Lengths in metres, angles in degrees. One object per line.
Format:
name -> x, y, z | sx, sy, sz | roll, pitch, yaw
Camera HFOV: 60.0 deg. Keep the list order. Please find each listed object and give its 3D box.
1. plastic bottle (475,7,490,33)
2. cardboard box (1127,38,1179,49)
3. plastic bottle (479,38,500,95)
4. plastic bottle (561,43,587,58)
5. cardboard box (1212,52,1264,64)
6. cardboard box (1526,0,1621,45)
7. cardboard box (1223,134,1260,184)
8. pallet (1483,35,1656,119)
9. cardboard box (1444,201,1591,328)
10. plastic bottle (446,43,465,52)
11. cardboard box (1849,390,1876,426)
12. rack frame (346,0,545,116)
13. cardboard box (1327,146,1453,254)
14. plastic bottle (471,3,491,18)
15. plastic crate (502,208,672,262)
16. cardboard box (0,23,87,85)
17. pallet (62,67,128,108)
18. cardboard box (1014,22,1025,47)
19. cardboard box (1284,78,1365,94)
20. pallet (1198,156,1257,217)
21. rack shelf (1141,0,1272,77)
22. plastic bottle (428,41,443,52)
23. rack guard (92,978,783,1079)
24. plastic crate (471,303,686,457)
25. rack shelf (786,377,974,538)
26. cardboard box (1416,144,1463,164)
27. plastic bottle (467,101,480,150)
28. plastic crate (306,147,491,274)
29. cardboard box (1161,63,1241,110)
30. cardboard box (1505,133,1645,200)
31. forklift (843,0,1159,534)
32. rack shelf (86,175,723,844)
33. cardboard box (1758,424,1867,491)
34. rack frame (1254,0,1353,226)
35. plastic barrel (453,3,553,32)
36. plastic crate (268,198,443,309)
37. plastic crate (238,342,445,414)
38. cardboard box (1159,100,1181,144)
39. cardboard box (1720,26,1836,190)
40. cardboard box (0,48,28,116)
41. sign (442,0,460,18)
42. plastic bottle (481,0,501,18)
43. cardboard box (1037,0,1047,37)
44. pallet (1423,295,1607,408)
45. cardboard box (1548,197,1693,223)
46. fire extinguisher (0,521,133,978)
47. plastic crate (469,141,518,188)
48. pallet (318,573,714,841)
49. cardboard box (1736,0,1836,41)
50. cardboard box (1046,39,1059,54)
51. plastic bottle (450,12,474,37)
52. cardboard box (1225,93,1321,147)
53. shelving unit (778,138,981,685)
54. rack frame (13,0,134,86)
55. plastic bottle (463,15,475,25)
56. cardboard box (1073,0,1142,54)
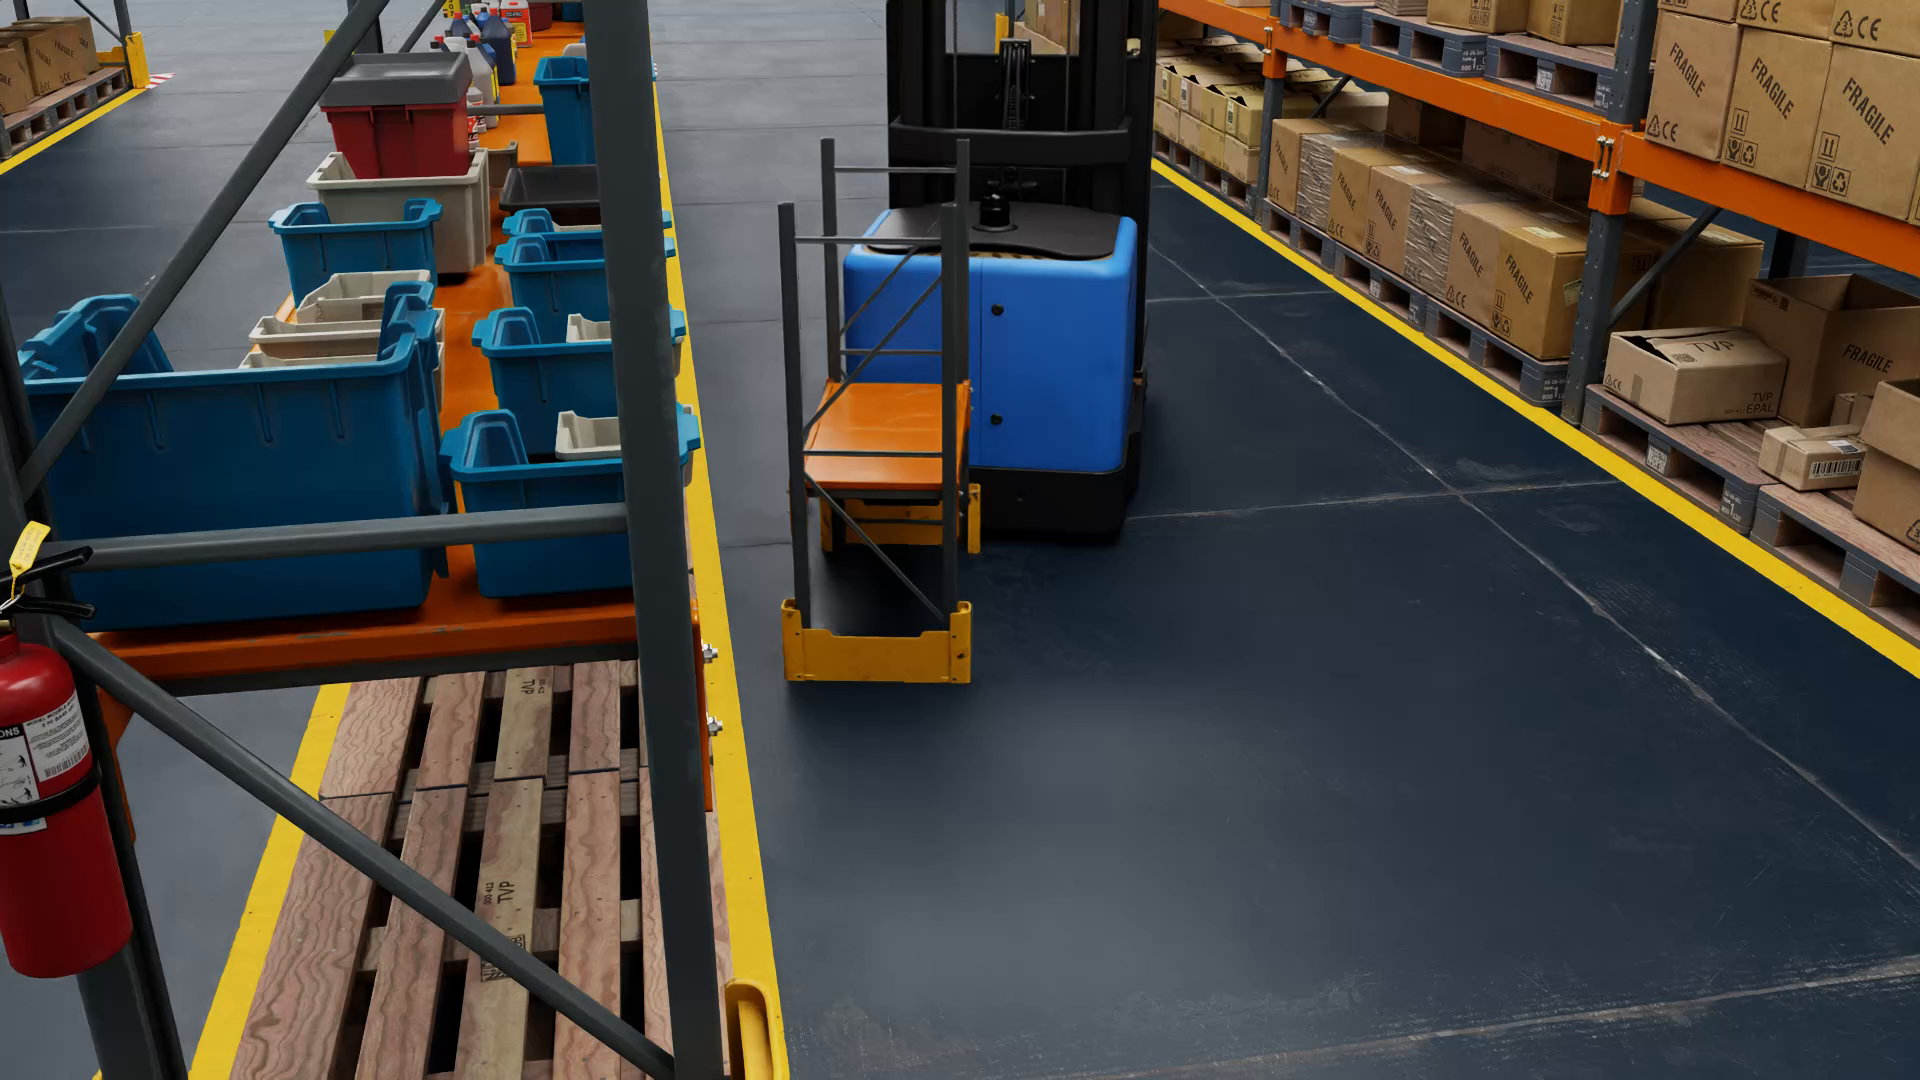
plastic bottle -> -2.497, -2.665, 8.766 | 0.097, 0.271, 0.097 | 0, 24, 0
cardboard box -> 1.562, -4.090, 14.078 | 0.500, 0.311, 0.500 | -4, 24, -10
plastic bottle -> -2.159, -2.145, 7.575 | 0.097, 0.271, 0.097 | 0, 24, 0
plastic bottle -> -1.691, -2.077, 7.412 | 0.152, 0.276, 0.135 | -4, 24, -10
cardboard box -> 2.279, -3.733, 13.259 | 0.500, 0.311, 0.500 | -4, 24, -10
cardboard box -> 3.152, -2.642, 7.903 | 0.700, 0.500, 0.500 | -1, 24, -1
cardboard box -> 2.133, -2.630, 11.435 | 0.500, 0.250, 0.500 | -4, 24, -8
pallet -> 3.169, -2.170, 7.710 | 1.003, 0.211, 1.213 | -4, 24, -10
cardboard box -> 2.753, -1.359, 8.188 | 0.500, 0.500, 0.500 | -4, 24, -10
plastic bottle -> -2.235, -2.039, 7.327 | 0.152, 0.276, 0.135 | -4, 24, -10
cardboard box -> 3.732, -0.407, 6.243 | 0.500, 0.311, 0.500 | -4, 24, -10
rack frame -> -1.659, -1.570, 6.097 | 1.000, 3.000, 0.127 | -4, 24, -10
cardboard box -> 2.463, -1.961, 9.567 | 0.500, 0.500, 0.500 | -5, 24, -10
plastic bottle -> -2.551, -2.711, 8.864 | 0.152, 0.276, 0.135 | -4, 24, -10
plastic crate -> -0.941, -0.705, 4.251 | 0.416, 0.233, 0.300 | -4, 24, -10
cardboard box -> -8.502, -4.491, 15.384 | 0.500, 0.500, 0.500 | 2, 24, 4
pallet -> -8.616, -4.294, 15.817 | 1.003, 0.211, 1.213 | -4, 24, -10
cardboard box -> 0.871, -5.360, 17.686 | 0.500, 0.250, 0.500 | -4, 24, -10
cardboard box -> 2.556, -3.132, 11.883 | 0.500, 0.311, 0.500 | -5, 24, -11
pallet -> 2.356, -2.557, 11.842 | 1.003, 0.211, 1.213 | -4, 24, -10
rack shelf -> 2.100, -3.966, 12.481 | 1.077, 0.370, 4.000 | -4, 24, -10
plastic bottle -> -2.151, -1.885, 6.880 | 0.144, 0.351, 0.185 | -4, 24, -10
rack guard -> -0.902, 1.157, 2.976 | 1.175, 0.500, 0.348 | -4, 24, -10
plastic crate -> -0.763, -0.328, 3.388 | 0.416, 0.233, 0.300 | -4, 24, -10
rack shelf -> -0.239, -0.292, 5.495 | 0.538, 0.185, 1.000 | 1, 24, 2
cardboard box -> 2.969, -2.011, 9.679 | 0.500, 0.500, 0.500 | -5, 24, -12
plastic bottle -> -1.931, -1.627, 6.475 | 0.097, 0.201, 0.097 | 0, 24, 0
plastic crate -> -1.558, -0.929, 4.703 | 0.437, 0.282, 0.530 | -4, 24, -10
cardboard box -> 1.847, -3.486, 12.694 | 0.500, 0.311, 0.500 | -4, 24, -8
cardboard box -> 3.175, -1.937, 8.573 | 0.500, 0.250, 0.500 | -4, 24, -10
forklift -> 0.281, -1.923, 6.991 | 1.130, 2.935, 3.031 | 3, 24, 7
rack shelf -> -1.289, -0.454, 4.440 | 1.077, 0.370, 4.000 | -4, 24, -10
cardboard box -> 3.244, -0.318, 6.220 | 0.380, 0.166, 0.250 | -4, 24, -10
rack frame -> 2.470, -3.509, 10.536 | 1.000, 3.000, 0.127 | -4, 24, -10
plastic barrel -> -2.782, -3.366, 10.039 | 0.600, 0.536, 0.708 | -4, 24, -10
plastic crate -> -1.551, -0.736, 4.323 | 0.416, 0.233, 0.300 | -4, 24, -10
plastic crate -> -1.288, -0.326, 3.503 | 0.396, 0.136, 0.243 | -4, 24, -10
cardboard box -> 1.846, -3.233, 12.814 | 0.500, 0.250, 0.500 | -4, 24, -9
cardboard box -> 3.134, -1.559, 5.948 | 0.500, 0.500, 0.500 | -4, 24, -9
cardboard box -> -8.154, -3.782, 13.761 | 0.500, 0.500, 0.500 | 3, 24, 7
sign -> -2.938, -3.175, 9.568 | 0.100, 0.325, 0.005 | -4, 24, -10
plastic bottle -> -2.637, -2.893, 9.280 | 0.152, 0.276, 0.135 | -4, 24, -10
cardboard box -> 1.070, -5.312, 16.638 | 0.500, 0.500, 0.500 | -4, 24, -10
pallet -> 3.022, -0.975, 8.218 | 1.003, 0.211, 1.213 | -4, 24, -10
cardboard box -> 3.250, -1.409, 8.301 | 0.500, 0.500, 0.500 | -4, 24, -9
fire extinguisher -> -1.338, 0.302, 2.372 | 0.296, 0.674, 0.183 | -4, 24, -10
plastic crate -> -1.714, -1.283, 5.695 | 0.396, 0.136, 0.243 | -4, 24, -10
pallet -> -1.256, 0.475, 4.899 | 1.003, 0.211, 1.213 | -4, 24, -10
cardboard box -> 3.116, -2.030, 5.777 | 0.500, 0.500, 0.500 | -5, 24, -11
cardboard box -> 1.147, -4.770, 16.335 | 0.500, 0.250, 0.500 | -4, 24, -10
plastic bottle -> -2.354, -2.318, 7.872 | 0.144, 0.351, 0.185 | -4, 24, -10
cardboard box -> 2.131, -2.886, 11.320 | 0.500, 0.311, 0.500 | -4, 24, -8
shelving unit -> -0.239, -0.454, 5.415 | 0.587, 1.500, 1.083 | 1, 24, 2
rack frame -> -8.746, -5.924, 16.065 | 1.000, 3.000, 0.127 | -4, 24, -10
plastic bottle -> -2.489, -2.518, 8.427 | 0.097, 0.271, 0.097 | 0, 24, 0
cardboard box -> 1.349, -4.722, 15.287 | 0.500, 0.500, 0.500 | -4, 24, -10
